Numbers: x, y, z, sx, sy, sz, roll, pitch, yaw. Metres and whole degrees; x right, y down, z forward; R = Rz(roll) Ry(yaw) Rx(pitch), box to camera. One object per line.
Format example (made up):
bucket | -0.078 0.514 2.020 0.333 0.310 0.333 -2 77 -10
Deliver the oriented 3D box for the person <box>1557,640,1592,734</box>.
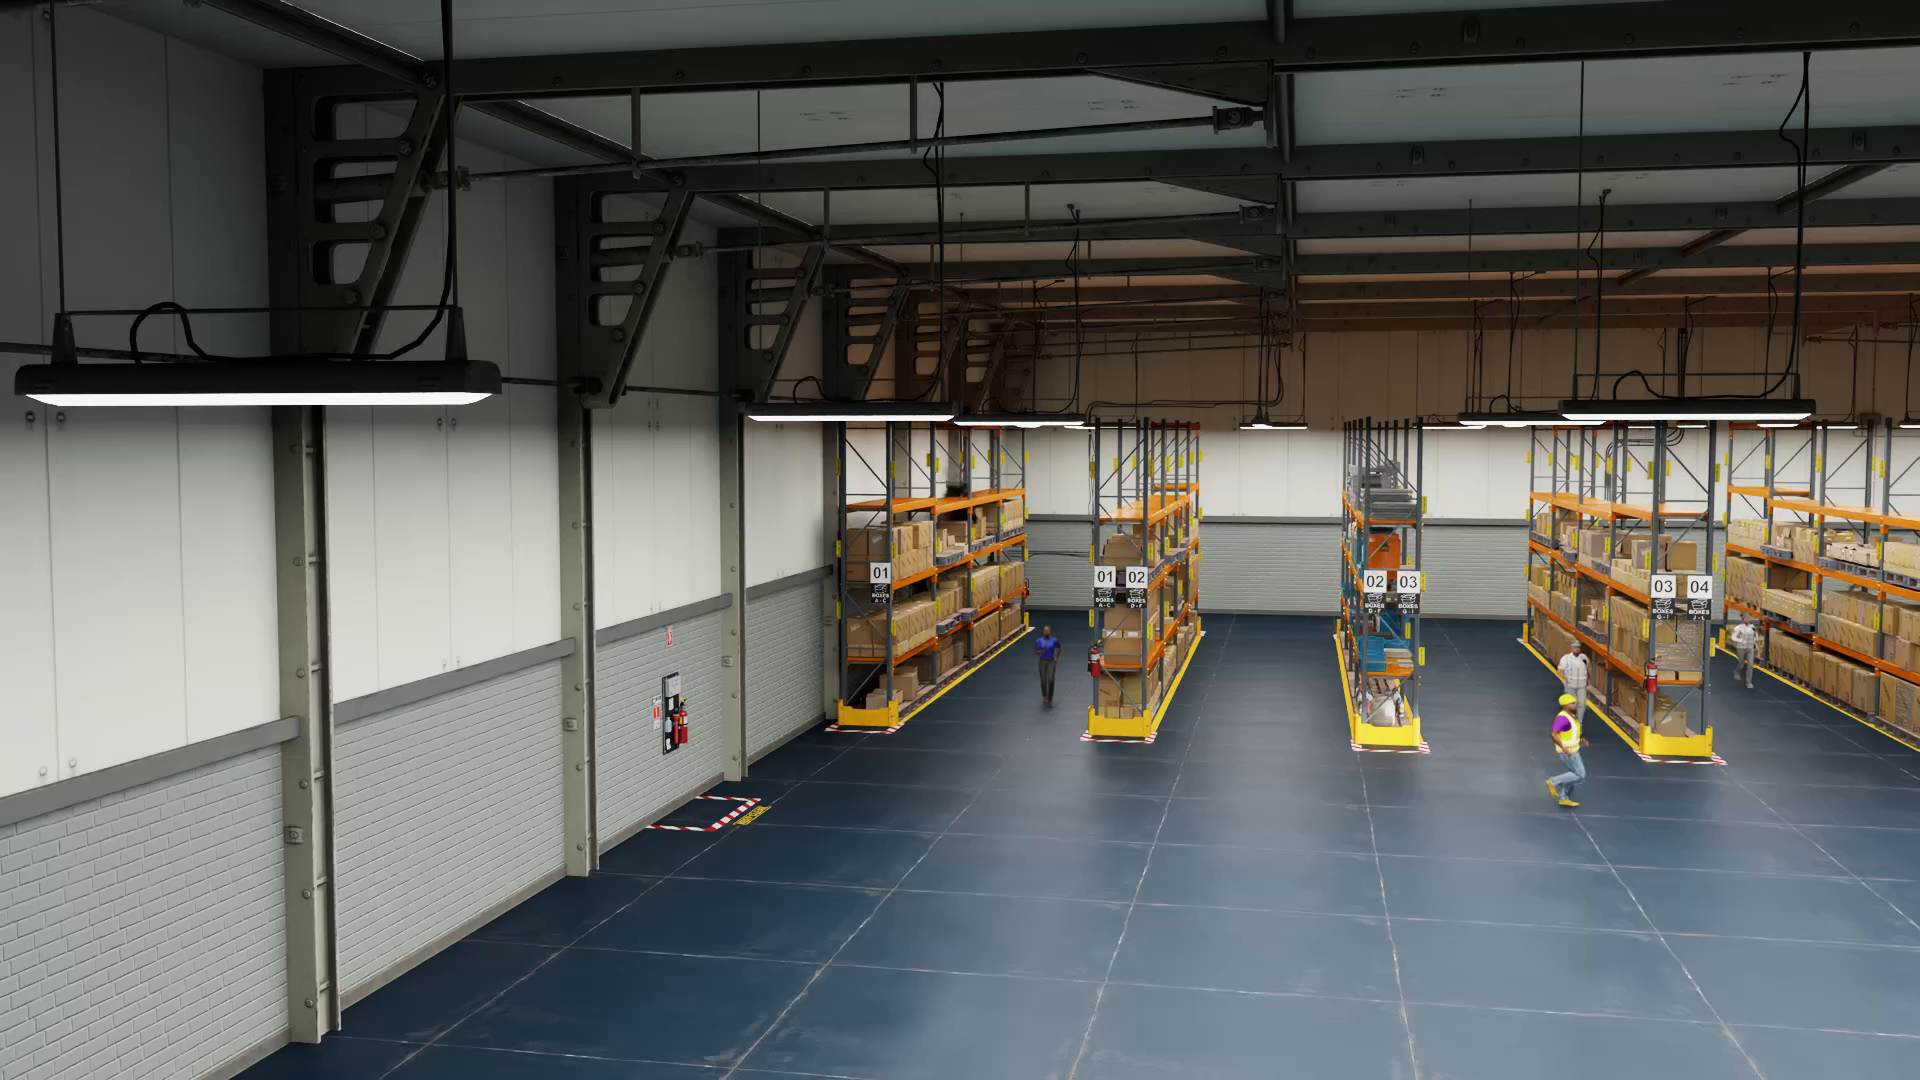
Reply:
person | 11.817 2.788 31.947 0.663 1.772 0.816 0 4 6

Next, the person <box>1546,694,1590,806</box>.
person | 9.301 3.214 25.440 0.584 1.716 0.703 2 4 30

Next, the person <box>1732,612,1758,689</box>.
person | 17.637 2.452 37.328 0.616 1.692 0.901 0 4 6

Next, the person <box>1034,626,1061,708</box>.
person | 1.823 2.644 34.755 0.556 1.714 0.700 0 4 7

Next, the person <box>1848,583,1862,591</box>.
person | 24.056 1.932 44.767 0.759 1.809 0.652 1 4 12
